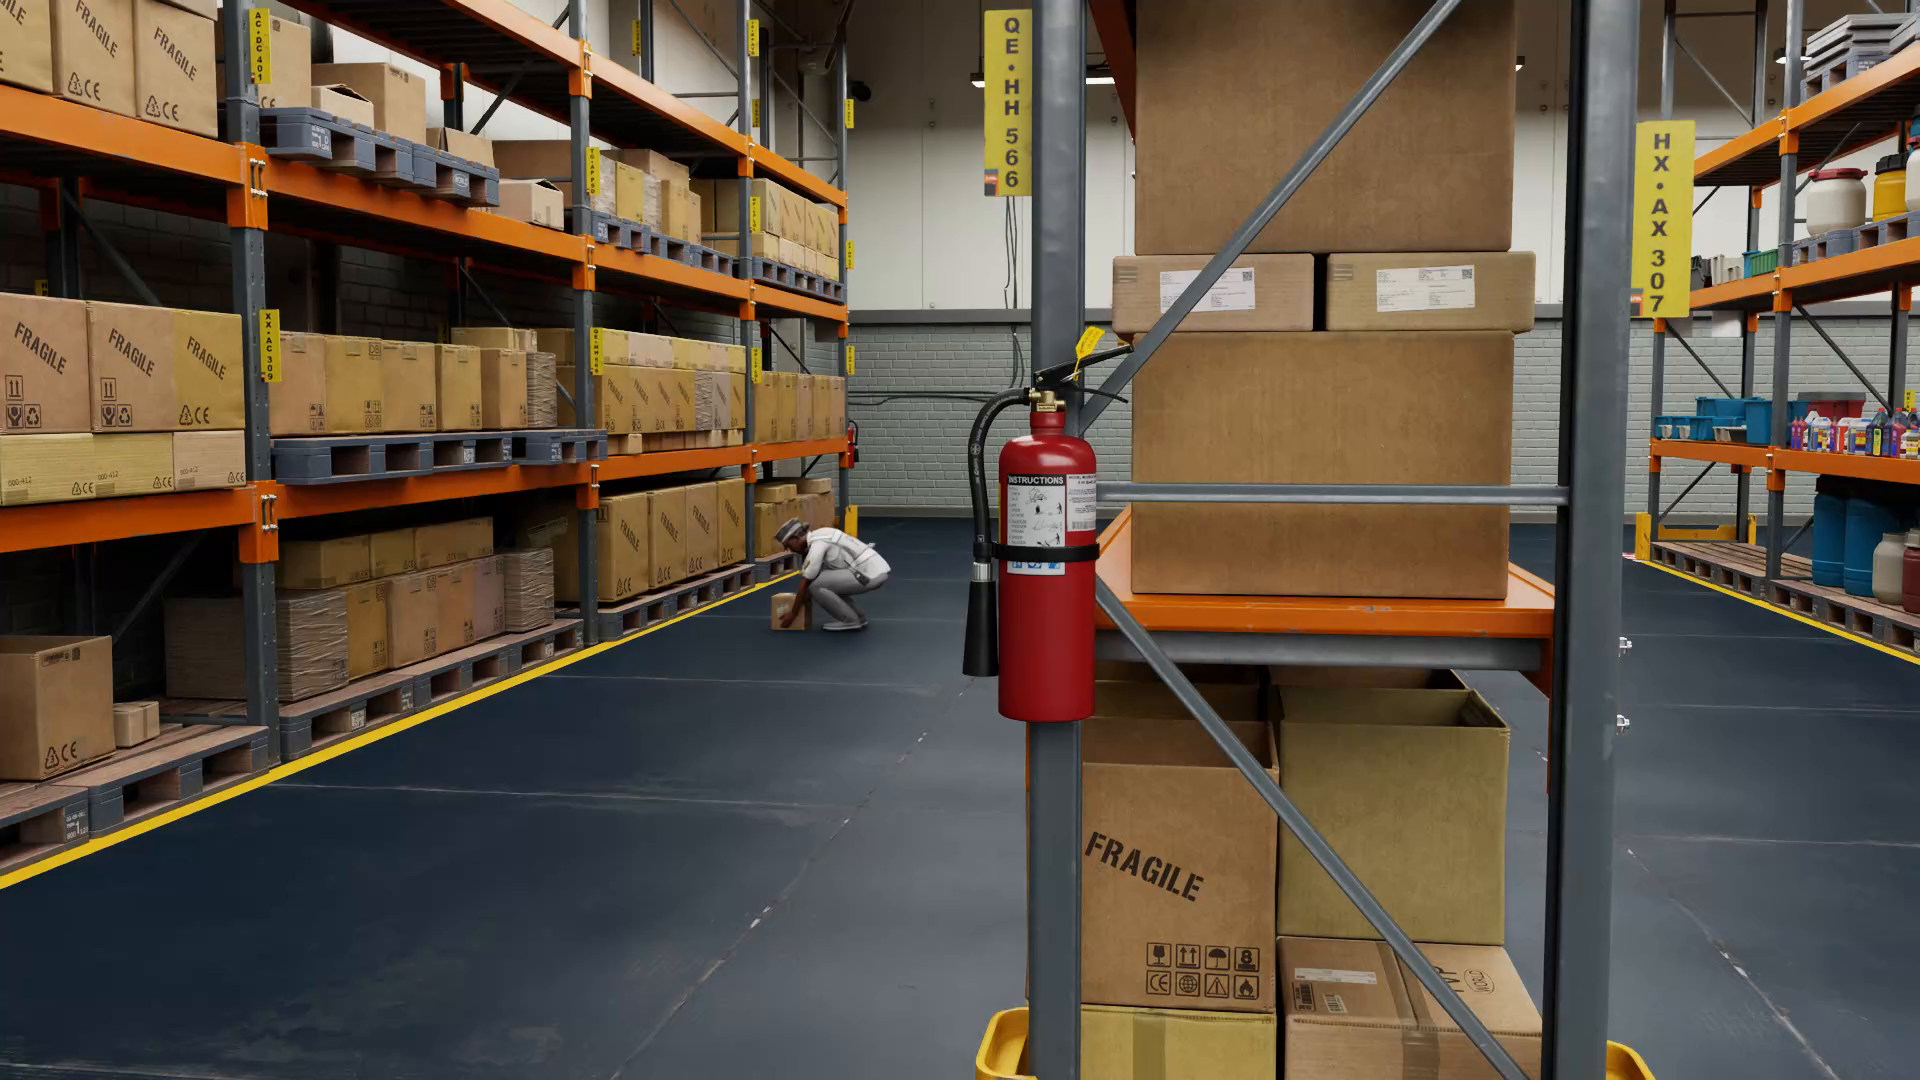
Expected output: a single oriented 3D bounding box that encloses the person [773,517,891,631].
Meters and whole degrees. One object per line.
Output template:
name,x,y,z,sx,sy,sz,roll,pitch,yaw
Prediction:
person,-0.959,0.253,12.437,0.863,0.845,0.471,1,5,9
